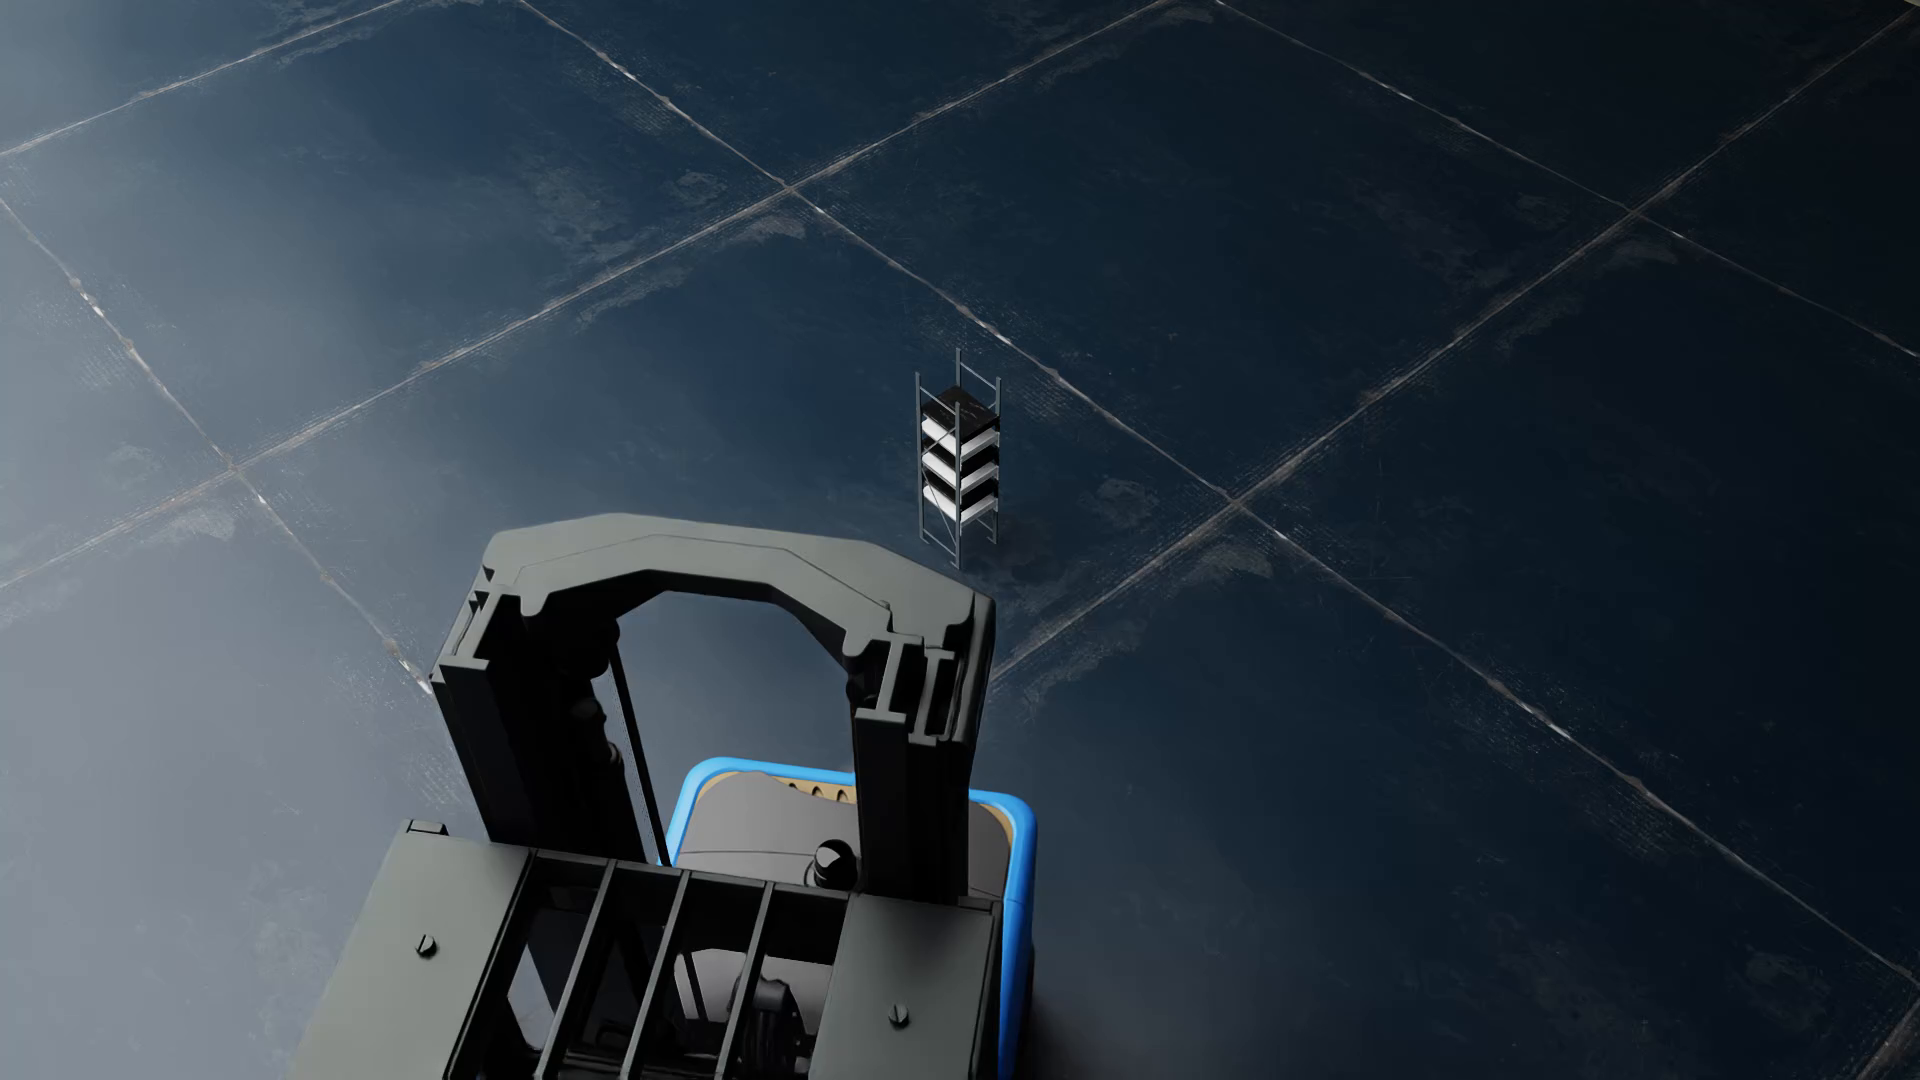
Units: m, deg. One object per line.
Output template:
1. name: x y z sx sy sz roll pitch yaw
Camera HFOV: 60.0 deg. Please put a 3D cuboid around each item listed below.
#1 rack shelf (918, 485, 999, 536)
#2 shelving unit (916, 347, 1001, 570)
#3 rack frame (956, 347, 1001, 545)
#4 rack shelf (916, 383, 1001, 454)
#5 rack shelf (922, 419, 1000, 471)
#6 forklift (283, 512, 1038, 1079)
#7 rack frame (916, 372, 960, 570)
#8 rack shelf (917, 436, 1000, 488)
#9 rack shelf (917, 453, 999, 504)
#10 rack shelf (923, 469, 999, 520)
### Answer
1. rack shelf: -0.006 -0.156 6.626 0.200 0.077 0.258 -34 56 -27
2. shelving unit: -0.006 -0.301 6.469 0.210 0.900 0.258 -34 56 -27
3. rack frame: 0.069 -0.351 6.515 0.006 0.900 0.240 -34 56 -27
4. rack shelf: -0.006 -0.462 6.295 0.200 0.077 0.258 -34 56 -27
5. rack shelf: -0.006 -0.401 6.361 0.200 0.077 0.258 -34 56 -27
6. forklift: -0.507 1.475 3.448 1.130 2.935 3.031 7 48 6
7. rack frame: -0.081 -0.251 6.422 0.006 0.900 0.240 -34 56 -27
8. rack shelf: -0.006 -0.340 6.427 0.200 0.077 0.258 -34 56 -27
9. rack shelf: -0.006 -0.279 6.493 0.200 0.077 0.258 -34 56 -27
10. rack shelf: -0.006 -0.218 6.559 0.200 0.077 0.258 -34 56 -27
